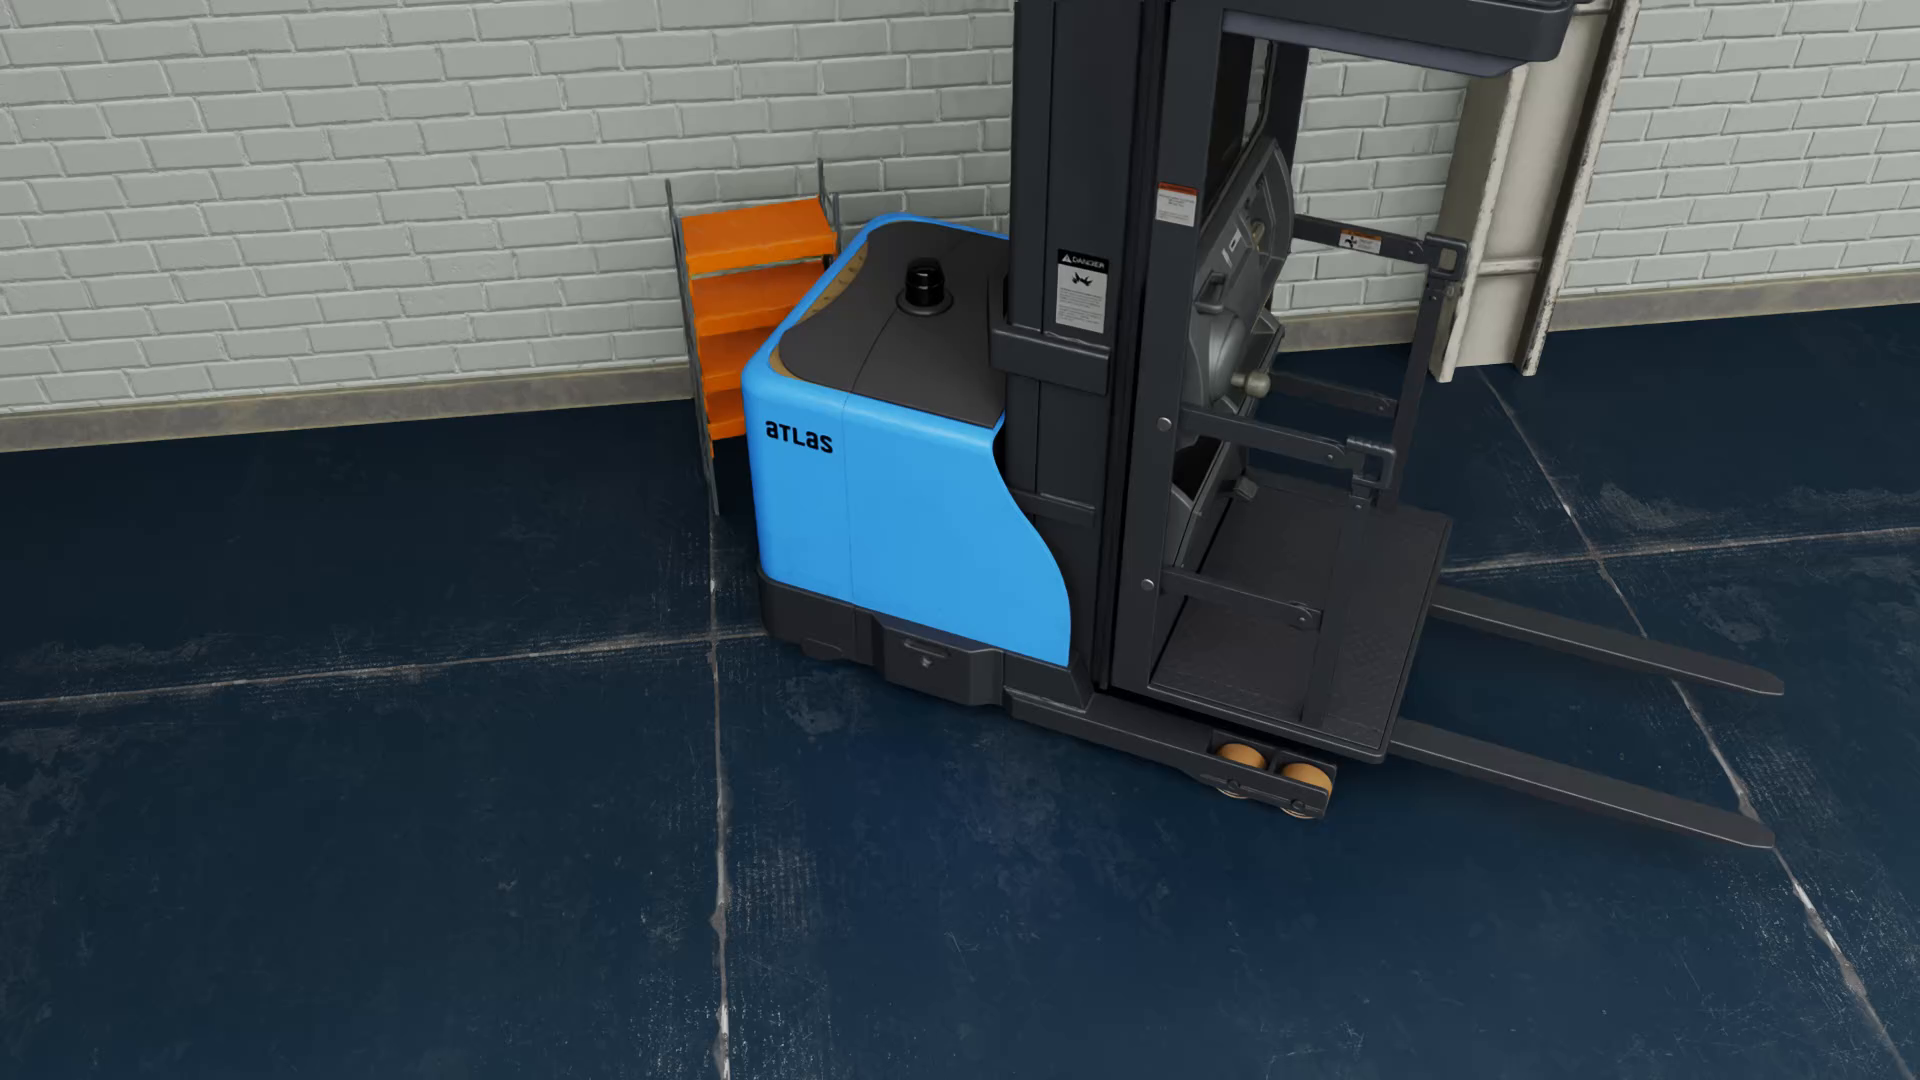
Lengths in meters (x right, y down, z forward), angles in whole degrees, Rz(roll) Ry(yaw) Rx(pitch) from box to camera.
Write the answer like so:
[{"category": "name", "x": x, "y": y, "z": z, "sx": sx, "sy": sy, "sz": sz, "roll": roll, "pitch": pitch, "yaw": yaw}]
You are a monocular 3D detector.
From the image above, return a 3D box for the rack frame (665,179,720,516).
[{"category": "rack frame", "x": -0.885, "y": -0.609, "z": 5.529, "sx": 0.015, "sy": 1.200, "sz": 0.240, "roll": -11, "pitch": 43, "yaw": -12}]

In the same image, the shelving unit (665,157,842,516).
[{"category": "shelving unit", "x": -0.651, "y": -0.654, "z": 5.579, "sx": 0.503, "sy": 1.200, "sz": 0.258, "roll": -11, "pitch": 43, "yaw": -12}]

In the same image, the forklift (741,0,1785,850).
[{"category": "forklift", "x": 0.928, "y": -0.683, "z": 4.319, "sx": 3.031, "sy": 2.935, "sz": 1.130, "roll": 16, "pitch": 44, "yaw": 17}]

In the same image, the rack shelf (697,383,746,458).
[{"category": "rack shelf", "x": -0.651, "y": -0.457, "z": 5.757, "sx": 0.480, "sy": 0.148, "sz": 0.258, "roll": -11, "pitch": 43, "yaw": -12}]

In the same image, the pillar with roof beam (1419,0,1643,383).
[{"category": "pillar with roof beam", "x": 2.581, "y": -1.210, "z": 0.373, "sx": 0.400, "sy": 9.000, "sz": 9.100, "roll": -5, "pitch": 42, "yaw": -6}]

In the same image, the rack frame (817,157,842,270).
[{"category": "rack frame", "x": -0.416, "y": -0.699, "z": 5.629, "sx": 0.015, "sy": 1.200, "sz": 0.240, "roll": -11, "pitch": 43, "yaw": -12}]

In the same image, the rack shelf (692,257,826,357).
[{"category": "rack shelf", "x": -0.651, "y": -0.770, "z": 5.475, "sx": 0.480, "sy": 0.148, "sz": 0.258, "roll": -11, "pitch": 43, "yaw": -12}]

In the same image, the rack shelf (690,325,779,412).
[{"category": "rack shelf", "x": -0.651, "y": -0.604, "z": 5.624, "sx": 0.480, "sy": 0.148, "sz": 0.258, "roll": -11, "pitch": 43, "yaw": -12}]

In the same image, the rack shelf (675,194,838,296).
[{"category": "rack shelf", "x": -0.651, "y": -0.946, "z": 5.316, "sx": 0.480, "sy": 0.148, "sz": 0.258, "roll": -11, "pitch": 43, "yaw": -12}]
